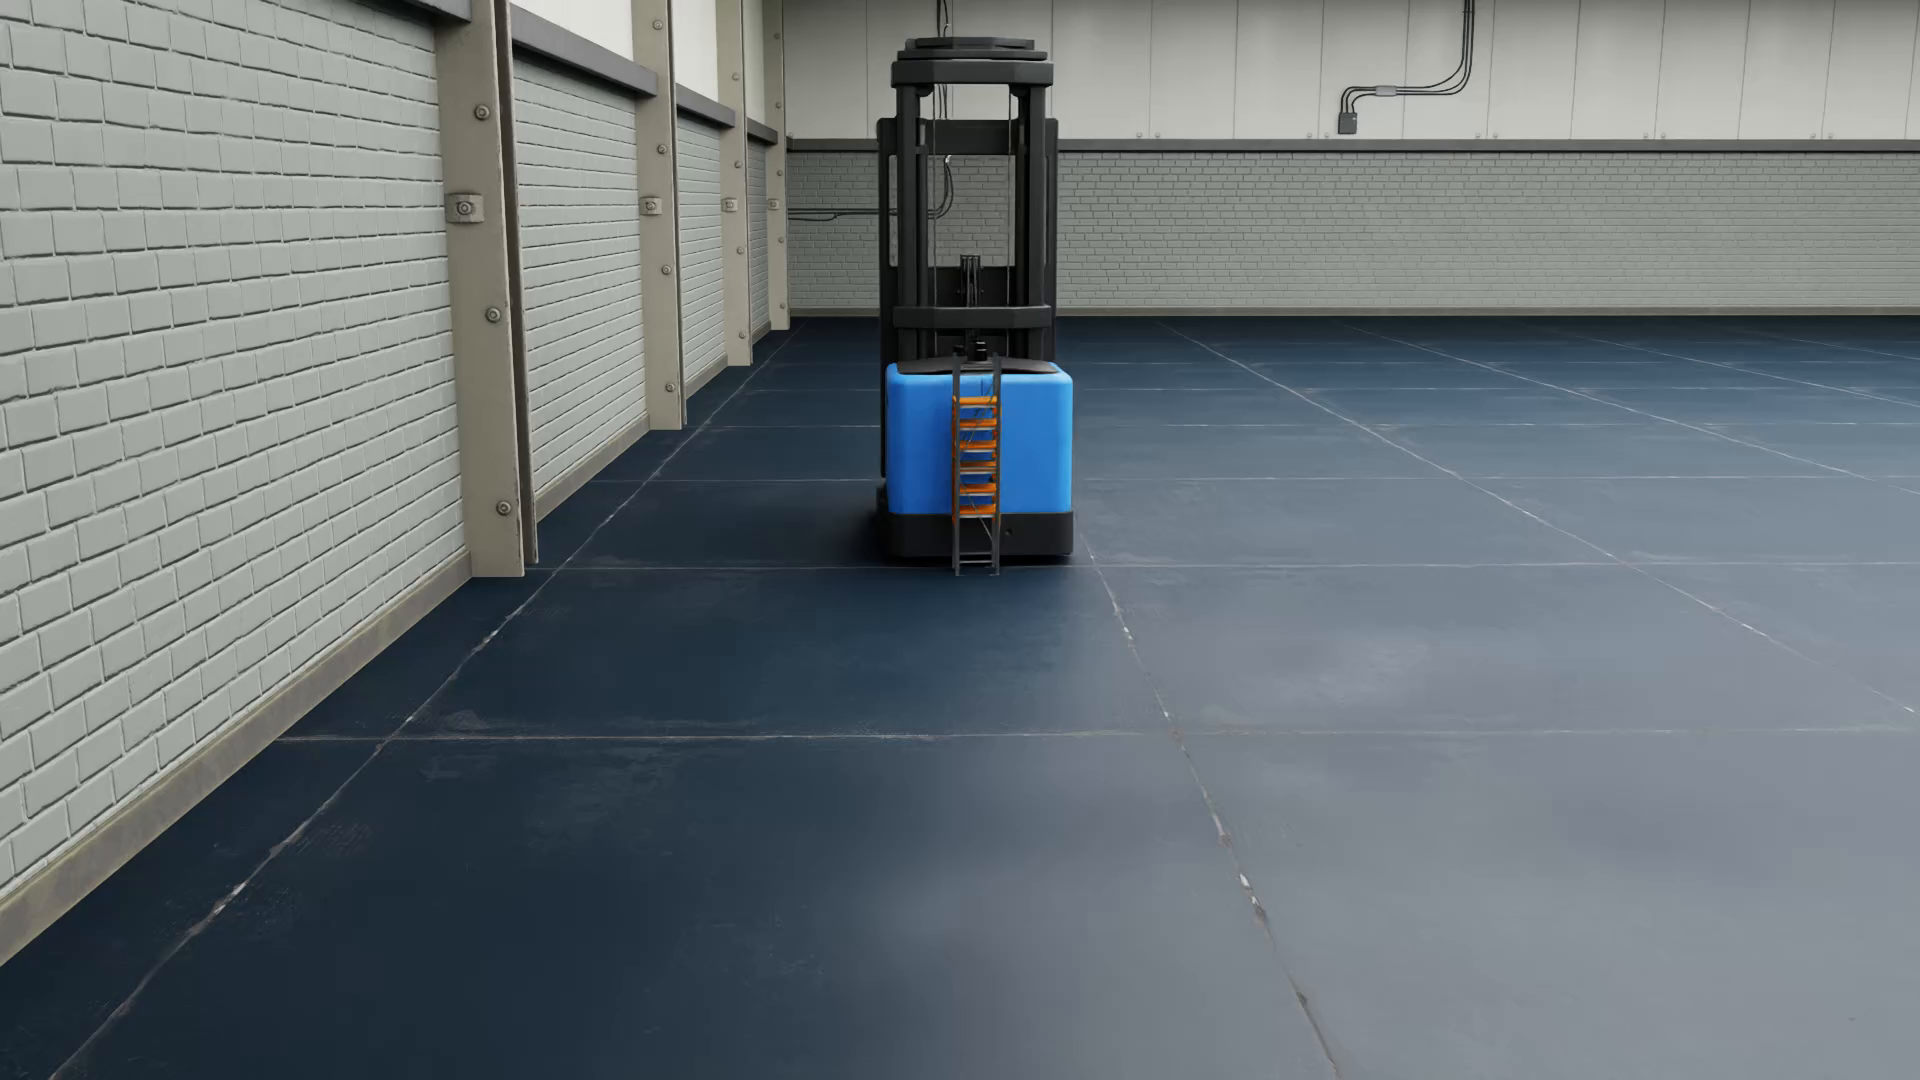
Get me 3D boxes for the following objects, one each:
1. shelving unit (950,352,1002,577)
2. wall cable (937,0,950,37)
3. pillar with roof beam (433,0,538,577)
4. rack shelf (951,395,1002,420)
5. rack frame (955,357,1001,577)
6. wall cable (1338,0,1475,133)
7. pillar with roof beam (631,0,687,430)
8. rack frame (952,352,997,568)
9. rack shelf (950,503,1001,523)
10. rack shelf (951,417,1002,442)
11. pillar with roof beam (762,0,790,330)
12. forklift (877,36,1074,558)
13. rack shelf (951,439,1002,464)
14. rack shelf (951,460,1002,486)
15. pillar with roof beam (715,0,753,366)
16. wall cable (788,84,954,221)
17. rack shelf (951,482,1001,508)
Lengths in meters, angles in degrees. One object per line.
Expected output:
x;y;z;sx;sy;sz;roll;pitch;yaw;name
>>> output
0.087;-0.407;9.027;0.258;1.200;0.189;-1;14;-6;shelving unit
1.047;-9.382;28.777;3.097;2.526;0.112;0;11;-1;wall cable
1.757;-4.266;8.453;9.100;9.000;0.400;0;11;-1;pillar with roof beam
0.088;-0.713;8.951;0.258;0.103;0.180;-1;14;-6;rack shelf
0.096;-0.385;8.939;0.240;1.200;0.006;-1;14;-6;rack frame
7.834;-10.120;28.755;2.305;6.003;0.169;0;11;-1;wall cable
1.633;-5.459;14.332;9.100;9.000;0.400;0;11;-1;pillar with roof beam
0.077;-0.429;9.115;0.240;1.200;0.006;-1;14;-6;rack frame
0.085;-0.131;9.096;0.258;0.103;0.180;-1;14;-6;rack shelf
0.088;-0.597;8.980;0.258;0.103;0.180;-1;14;-6;rack shelf
1.385;-7.844;26.090;9.100;9.000;0.400;0;11;-1;pillar with roof beam
0.034;-1.578;10.466;1.130;2.935;3.031;-1;11;-3;forklift
0.087;-0.480;9.009;0.258;0.103;0.180;-1;14;-6;rack shelf
0.087;-0.364;9.038;0.258;0.103;0.180;-1;14;-6;rack shelf
1.509;-6.651;20.211;9.100;9.000;0.400;0;11;-1;pillar with roof beam
-1.658;-6.895;29.225;3.097;2.526;0.112;0;11;-1;wall cable
0.086;-0.247;9.067;0.258;0.103;0.180;-1;14;-6;rack shelf
